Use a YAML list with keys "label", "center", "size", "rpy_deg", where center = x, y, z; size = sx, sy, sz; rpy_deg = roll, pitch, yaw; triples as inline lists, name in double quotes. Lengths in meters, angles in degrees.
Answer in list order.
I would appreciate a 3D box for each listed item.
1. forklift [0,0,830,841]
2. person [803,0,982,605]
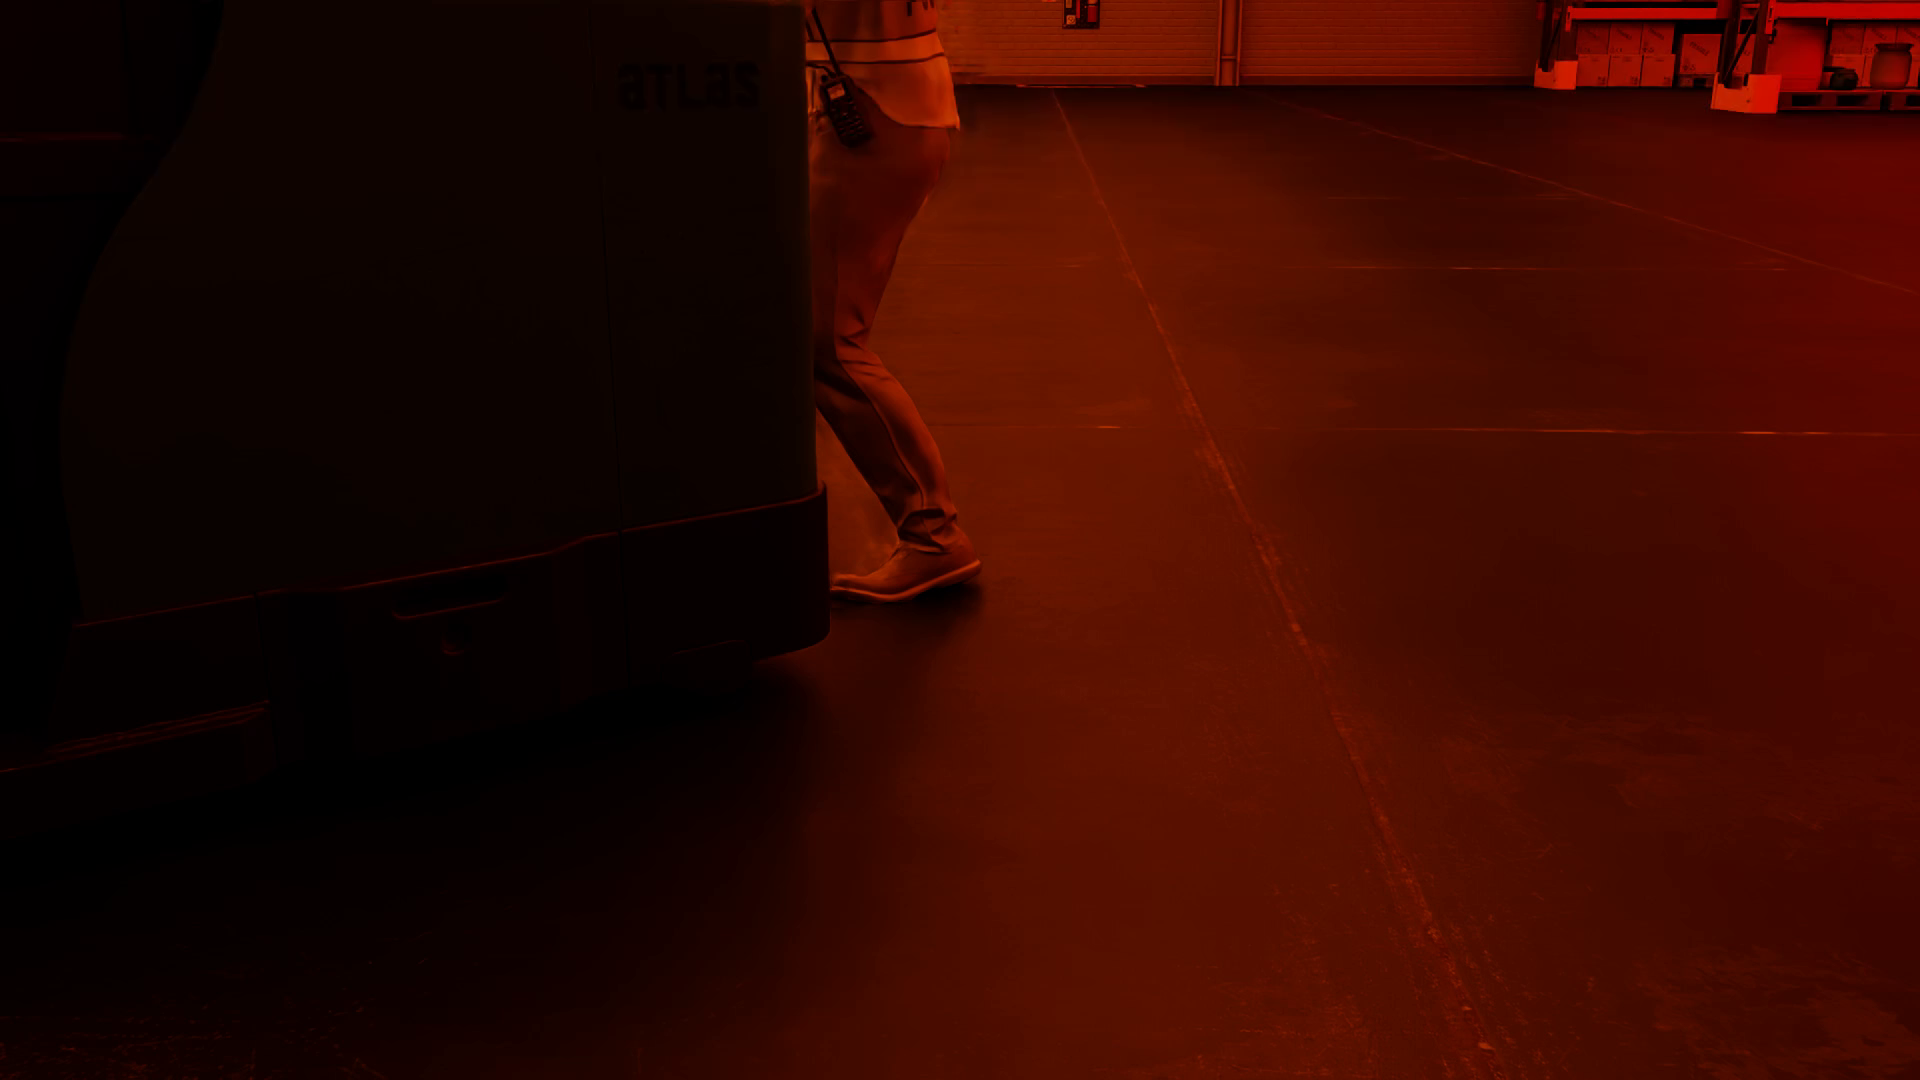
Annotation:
- label: "forklift"
  center: [-1.719, -1.057, 1.835]
  size: [3.031, 2.935, 1.130]
  rpy_deg: [-11, 20, -32]
- label: "person"
  center: [-0.359, -0.732, 3.145]
  size: [0.884, 1.611, 0.721]
  rpy_deg: [3, 17, 8]
